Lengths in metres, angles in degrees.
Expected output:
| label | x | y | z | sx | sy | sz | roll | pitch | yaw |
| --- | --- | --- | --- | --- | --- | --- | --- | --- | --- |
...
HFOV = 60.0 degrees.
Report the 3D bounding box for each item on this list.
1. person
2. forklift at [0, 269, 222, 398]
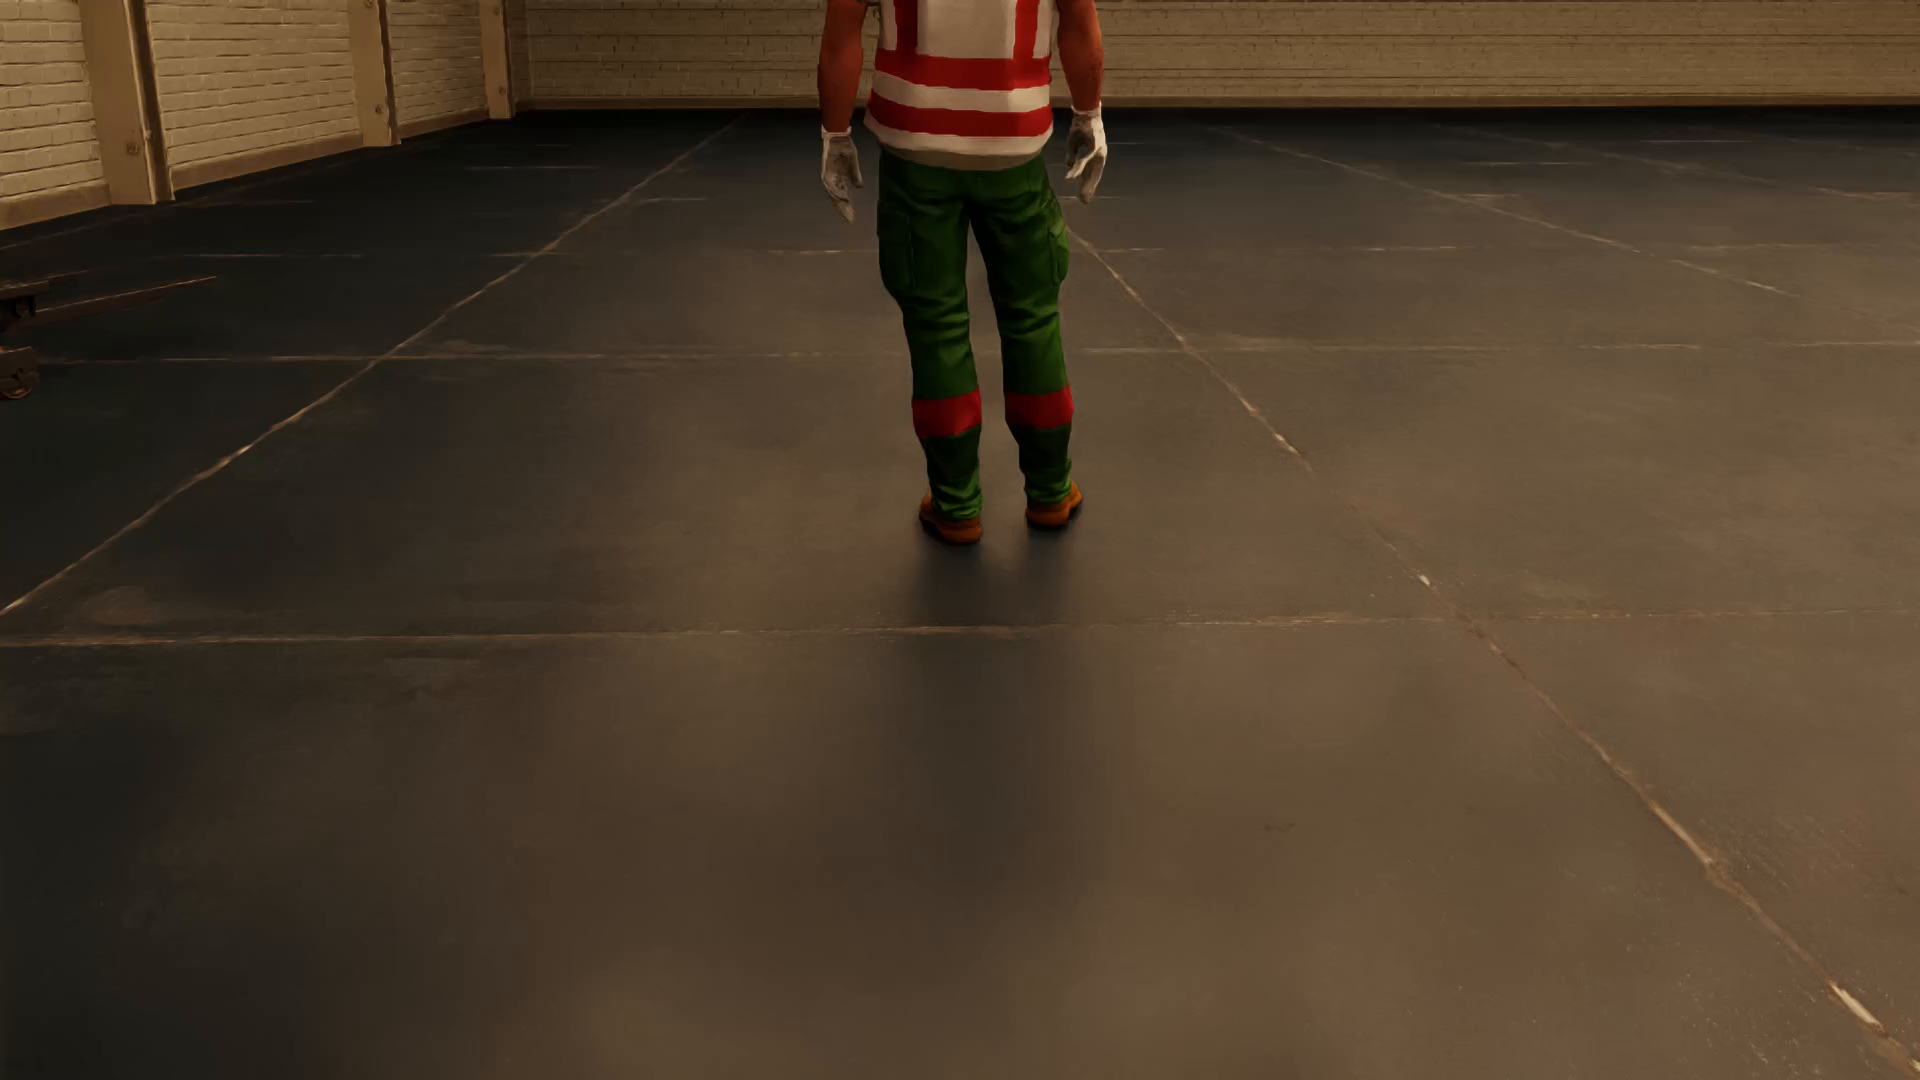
| label | x | y | z | sx | sy | sz | roll | pitch | yaw |
| --- | --- | --- | --- | --- | --- | --- | --- | --- | --- |
| person | 0.007 | -0.886 | 3.732 | 0.637 | 1.787 | 0.563 | -1 | 17 | -3 |
| forklift | -3.669 | -1.833 | 4.900 | 1.130 | 2.935 | 3.031 | 5 | 18 | 16 |
